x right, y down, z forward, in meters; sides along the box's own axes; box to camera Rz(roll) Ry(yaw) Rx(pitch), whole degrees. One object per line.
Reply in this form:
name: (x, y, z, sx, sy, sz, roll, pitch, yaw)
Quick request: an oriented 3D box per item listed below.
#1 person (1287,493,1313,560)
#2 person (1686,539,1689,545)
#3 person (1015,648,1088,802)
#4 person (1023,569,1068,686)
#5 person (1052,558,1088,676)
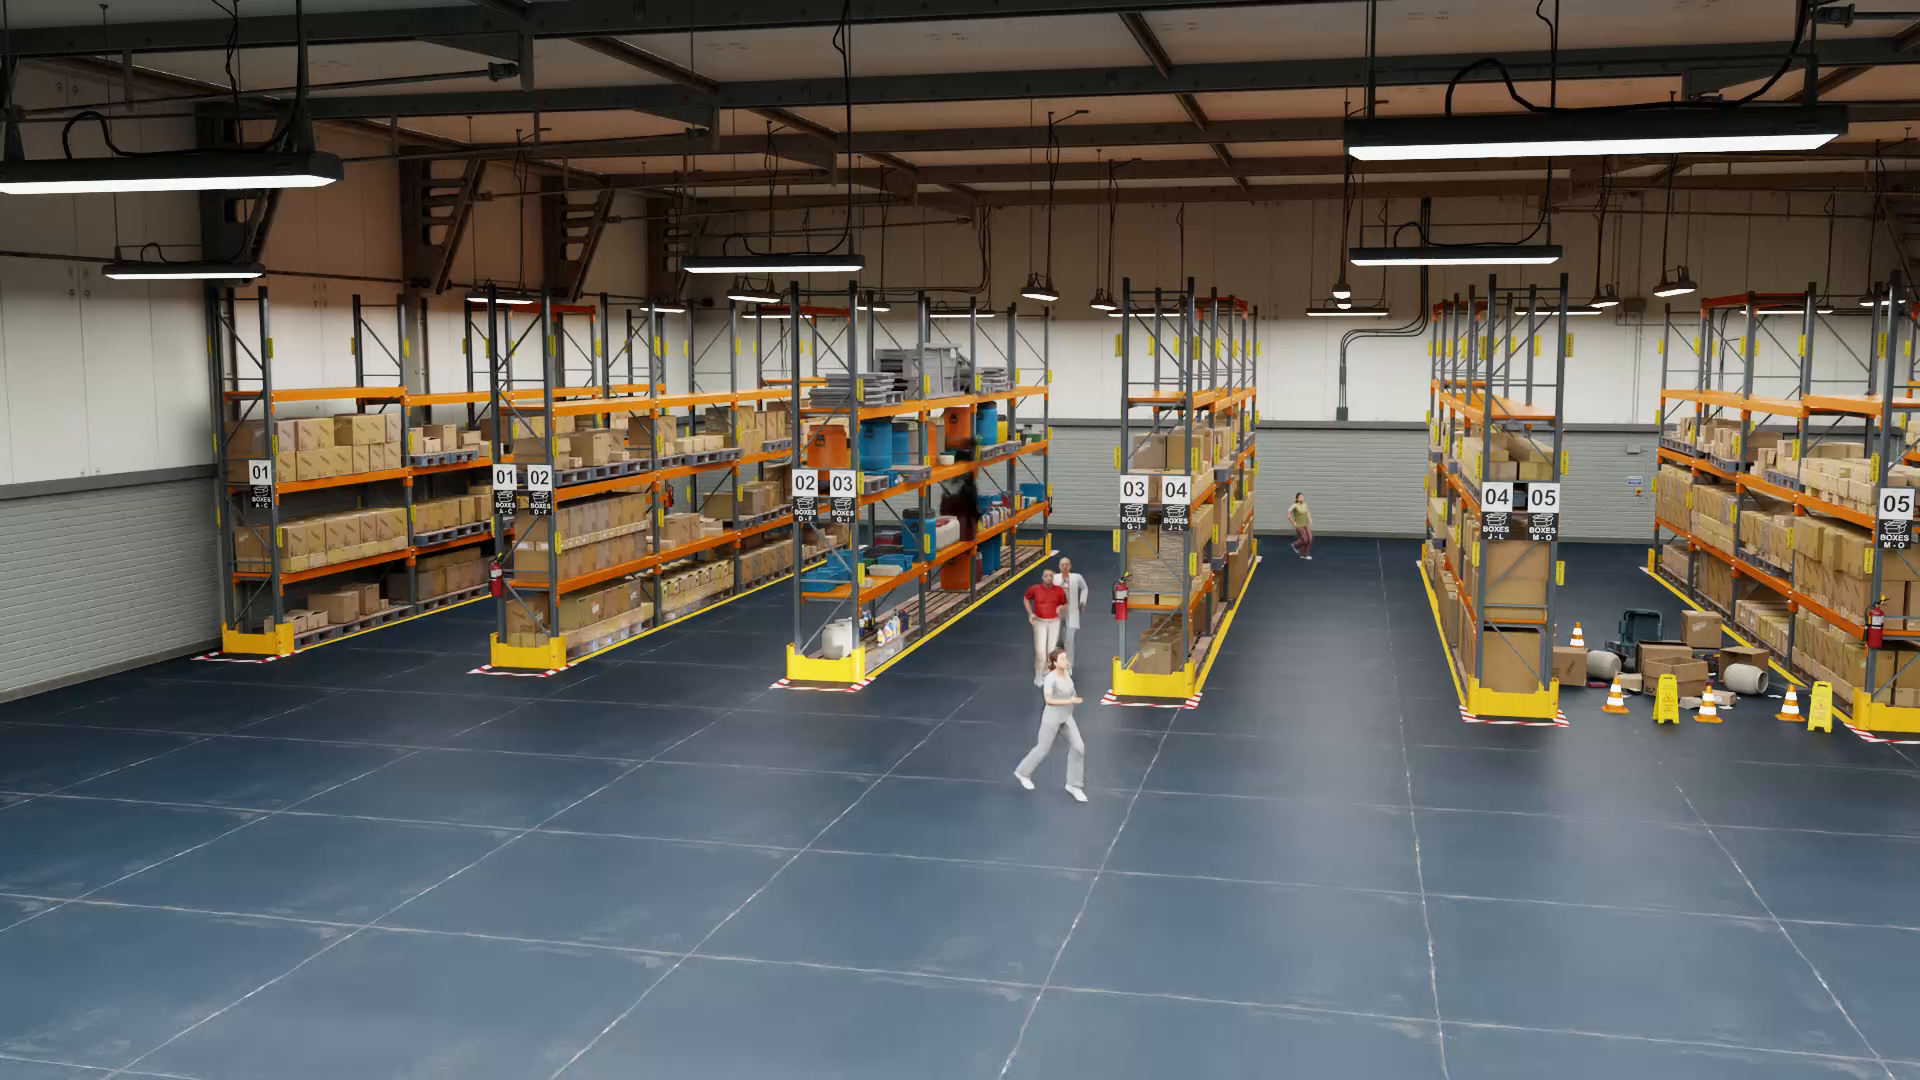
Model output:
person: (8.087, -0.330, 39.661, 0.625, 1.591, 0.553, -4, 8, -32)
person: (16.897, -0.285, 38.335, 0.727, 1.752, 0.914, -4, 8, -30)
person: (1.048, 2.041, 18.636, 0.902, 1.708, 0.575, 6, 9, 43)
person: (1.296, 1.317, 24.863, 0.635, 1.780, 0.759, -1, 7, -8)
person: (1.623, 1.149, 25.734, 0.714, 1.755, 1.049, 1, 7, 5)
